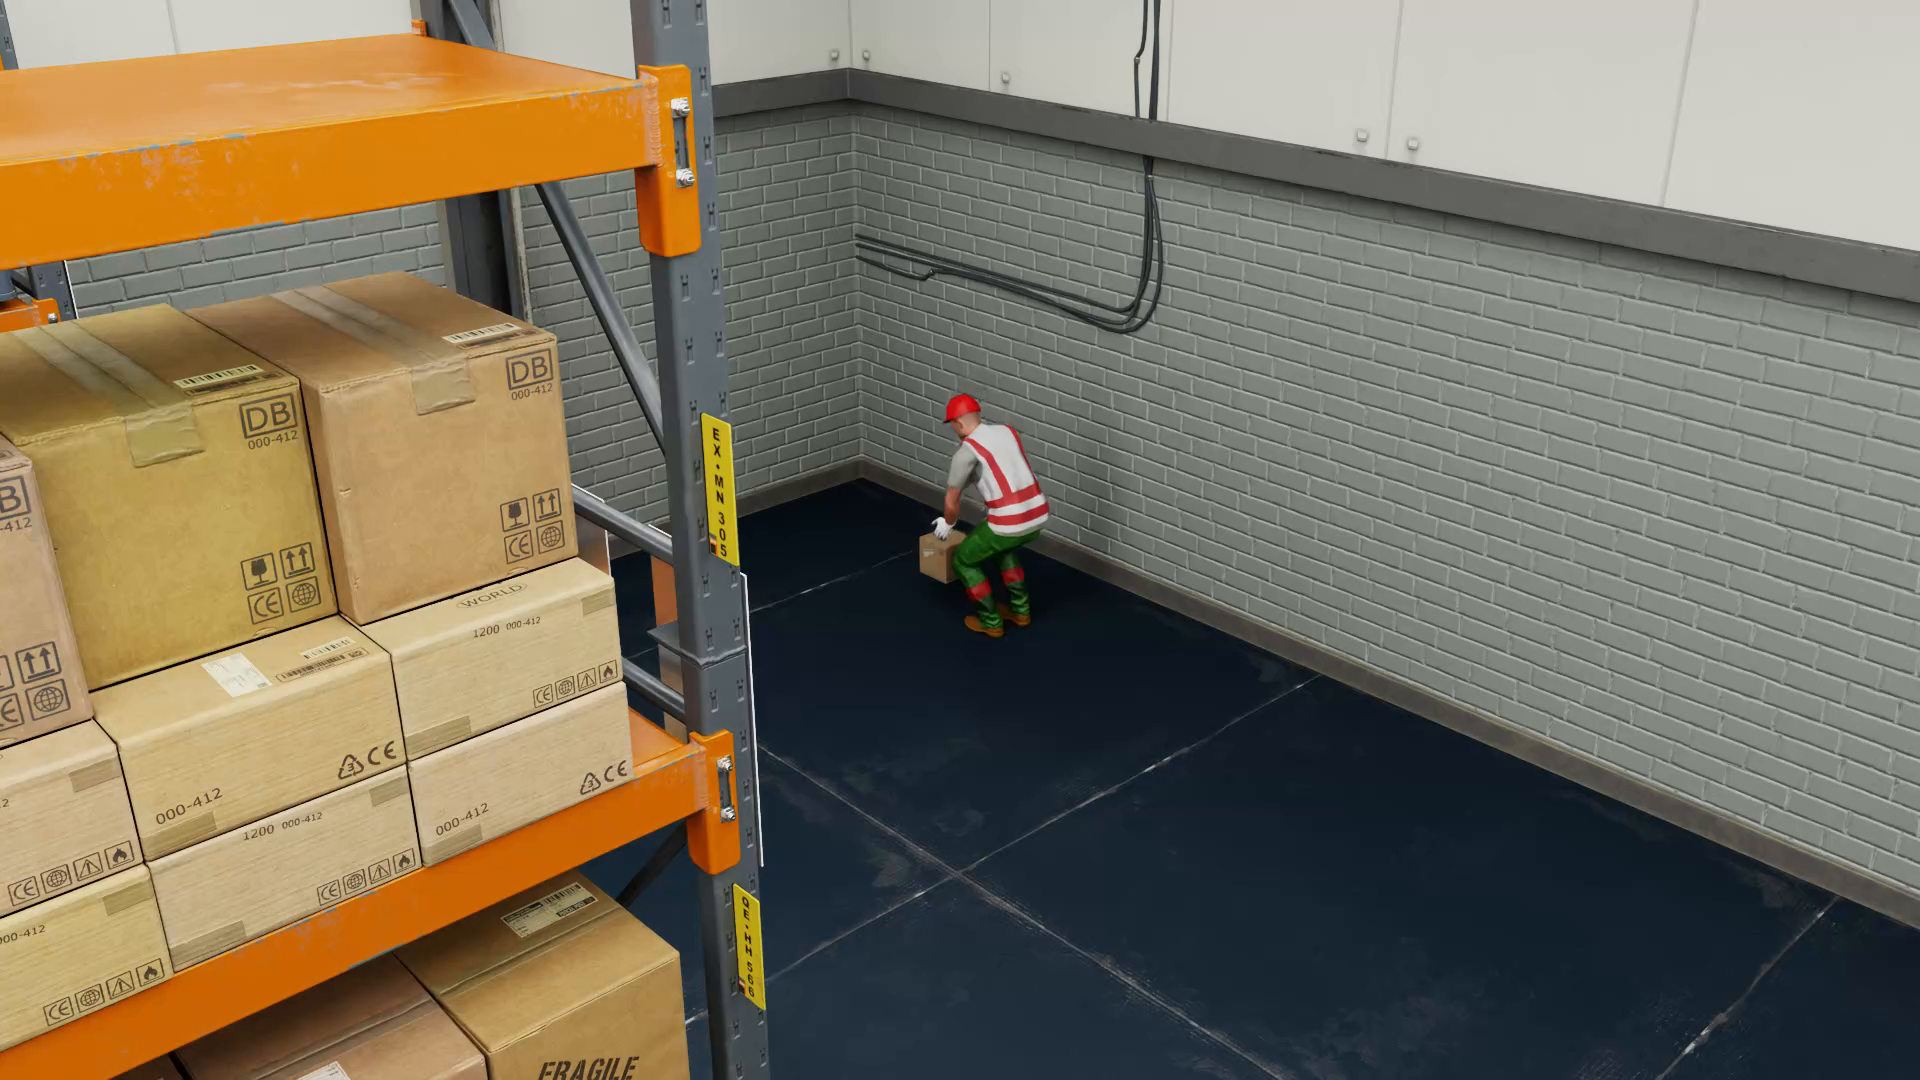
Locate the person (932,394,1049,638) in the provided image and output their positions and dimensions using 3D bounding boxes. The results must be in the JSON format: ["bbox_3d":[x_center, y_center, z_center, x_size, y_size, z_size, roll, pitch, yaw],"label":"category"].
[{"bbox_3d":[0.178,-0.141,10.277,0.582,1.472,0.730,-21,31,-38],"label":"person"}]
